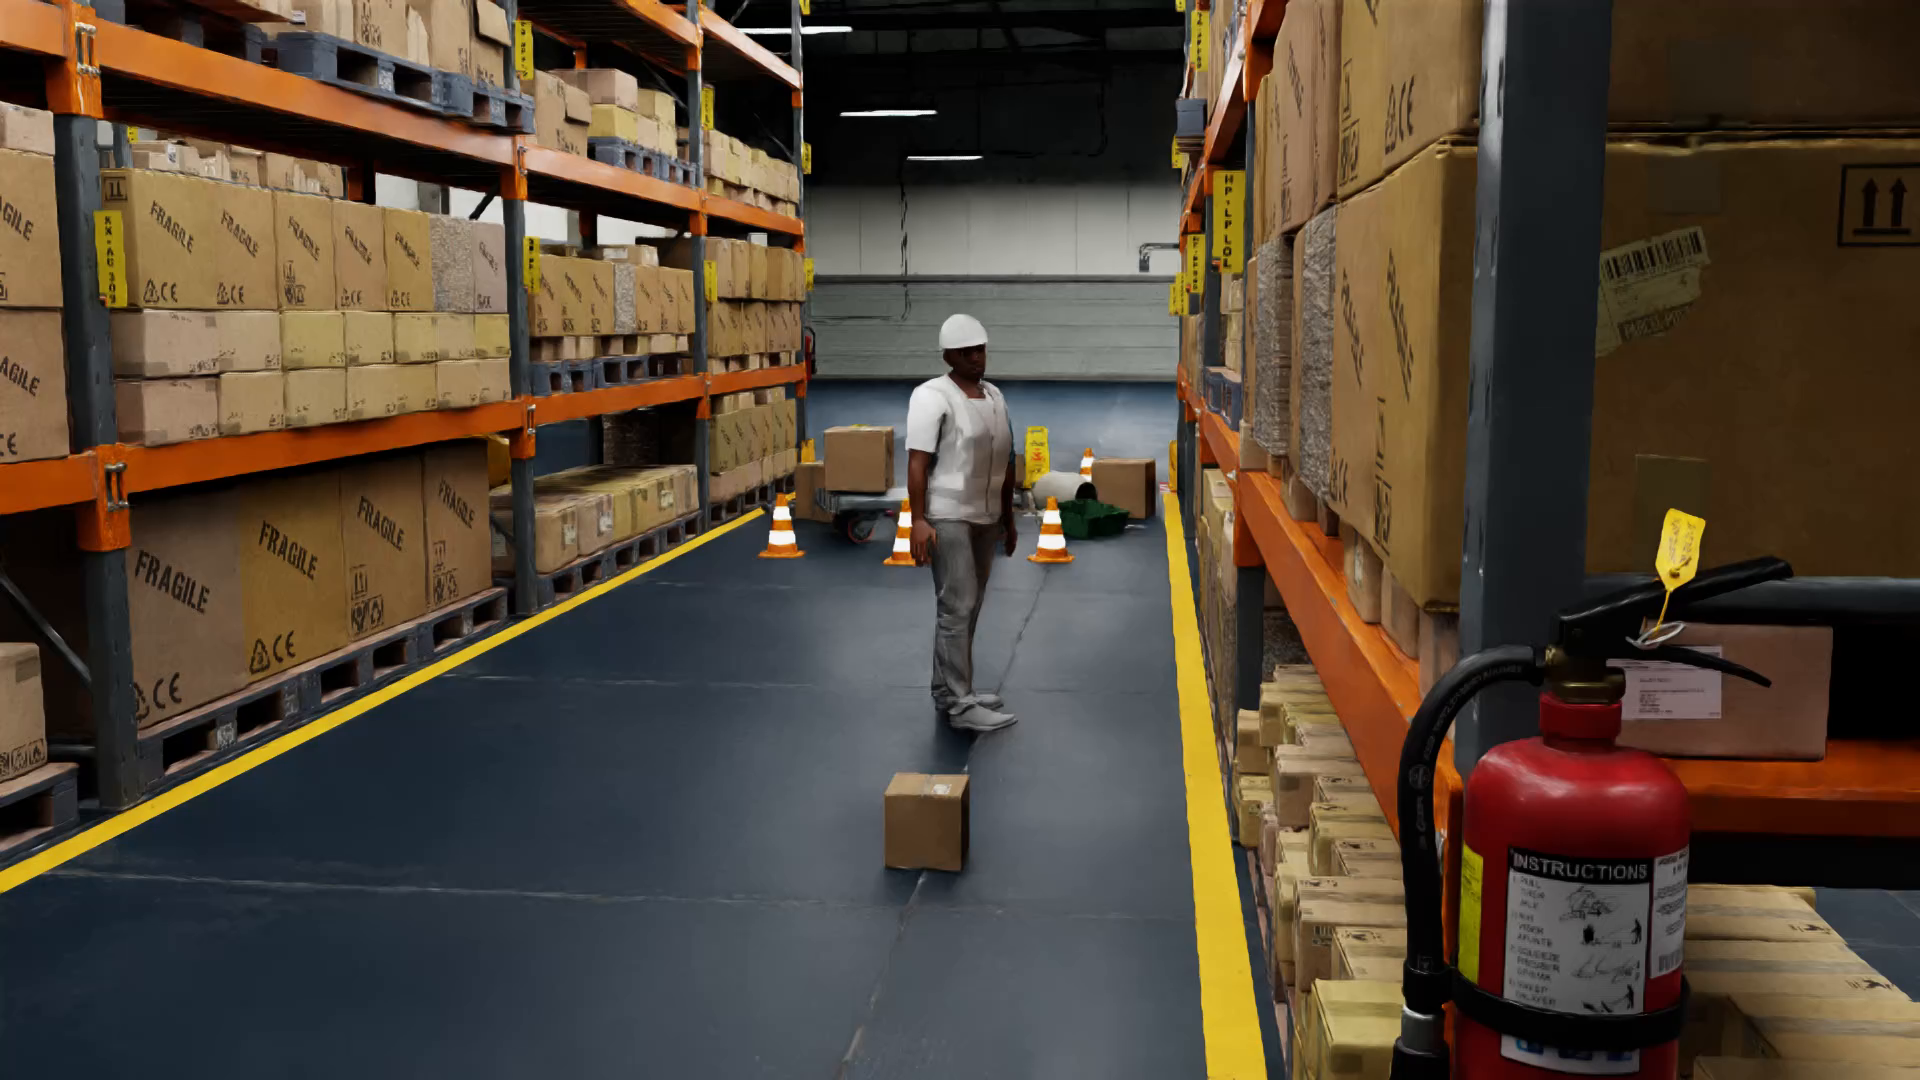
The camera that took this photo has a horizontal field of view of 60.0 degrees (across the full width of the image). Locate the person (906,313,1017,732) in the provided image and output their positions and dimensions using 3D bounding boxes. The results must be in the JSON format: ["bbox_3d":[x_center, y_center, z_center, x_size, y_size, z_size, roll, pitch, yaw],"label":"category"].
[{"bbox_3d":[0.048,-0.079,7.110,0.571,1.763,0.675,5,9,35],"label":"person"}]
